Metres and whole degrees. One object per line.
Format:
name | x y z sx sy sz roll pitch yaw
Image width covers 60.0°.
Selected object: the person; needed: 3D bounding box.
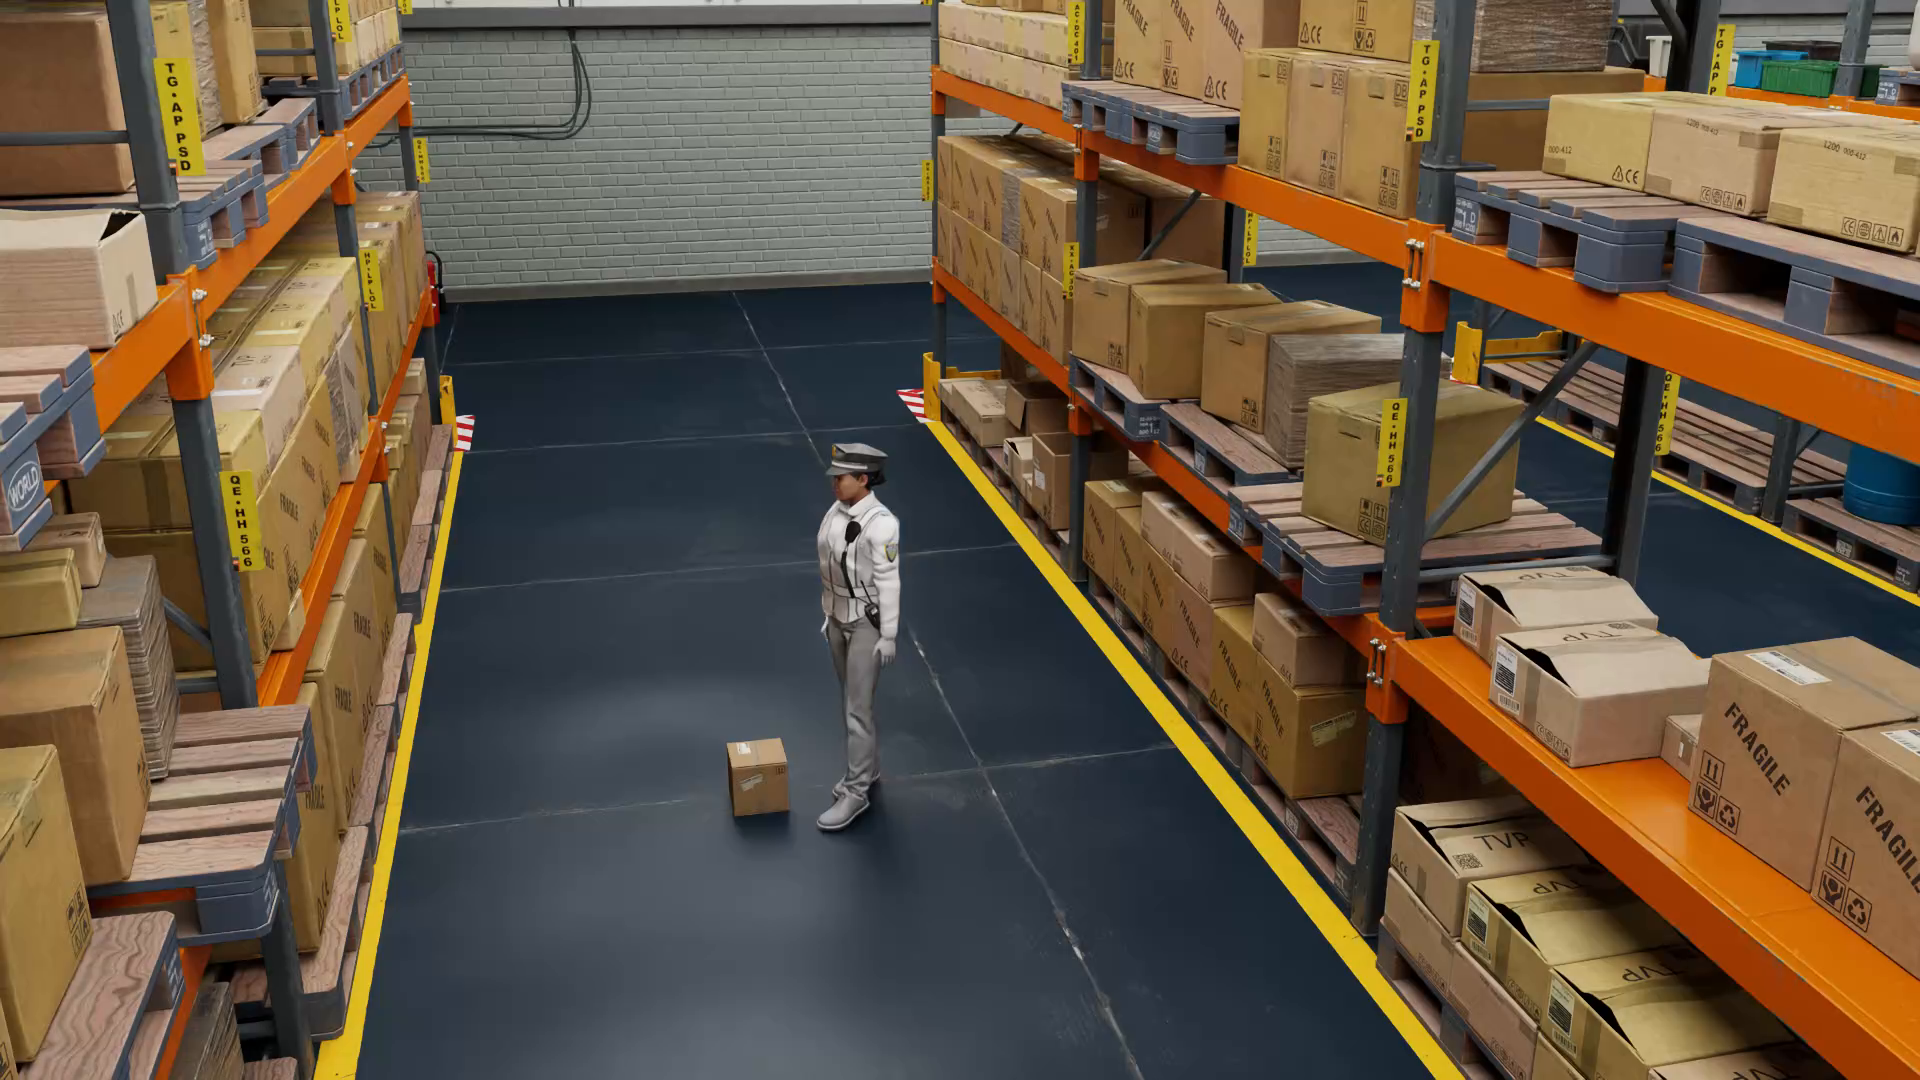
person | -0.534 0.400 7.414 0.528 1.686 0.530 -13 24 -33
